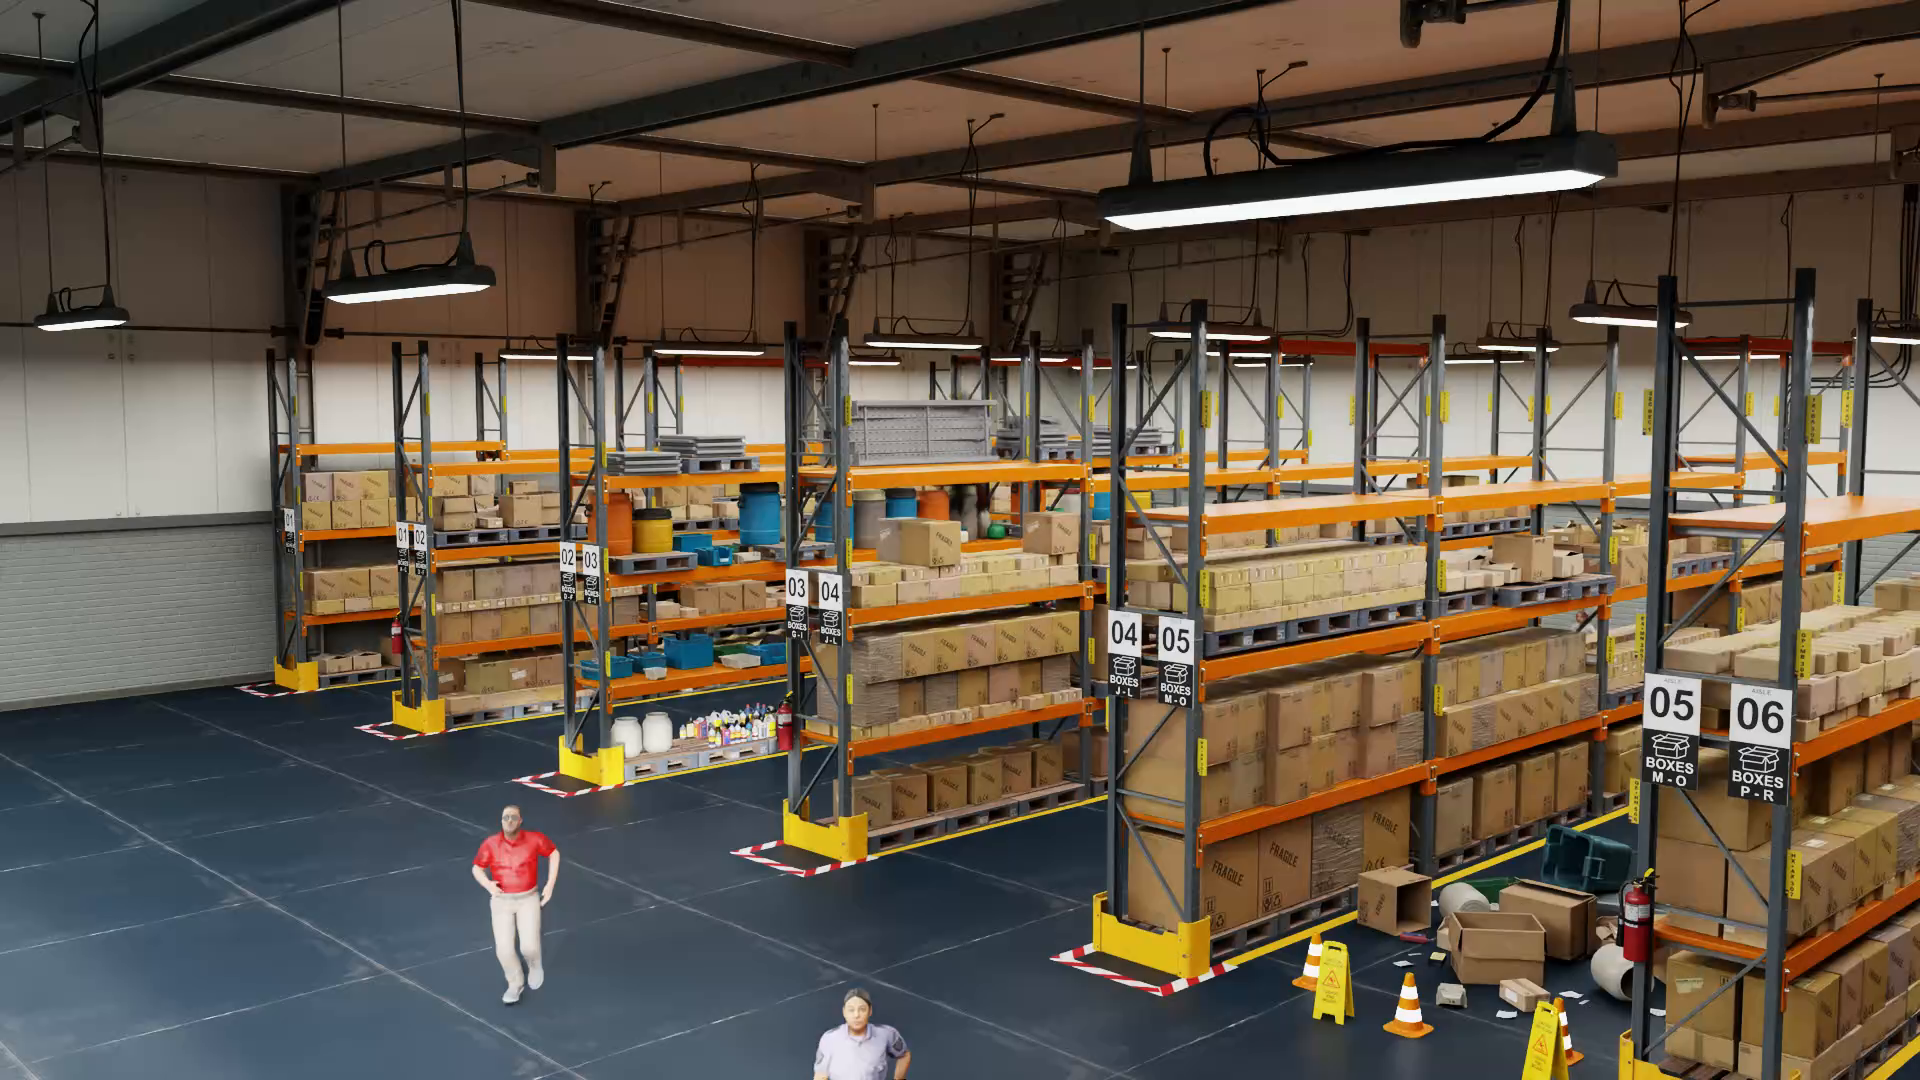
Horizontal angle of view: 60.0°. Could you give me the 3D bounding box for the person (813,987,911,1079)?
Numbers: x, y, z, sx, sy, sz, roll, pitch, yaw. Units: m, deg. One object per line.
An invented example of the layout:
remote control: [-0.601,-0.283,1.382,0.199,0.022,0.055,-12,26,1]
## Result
person: [-0.596,3.499,9.945,0.571,1.642,0.665,0,5,3]

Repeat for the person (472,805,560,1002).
person: [-3.778,3.098,14.120,0.715,1.695,0.578,-1,5,-9]

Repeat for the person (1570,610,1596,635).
person: [10.467,1.968,27.989,0.577,1.594,0.712,4,6,39]

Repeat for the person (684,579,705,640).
person: [-5.004,1.563,31.597,0.689,1.730,0.632,5,7,44]
